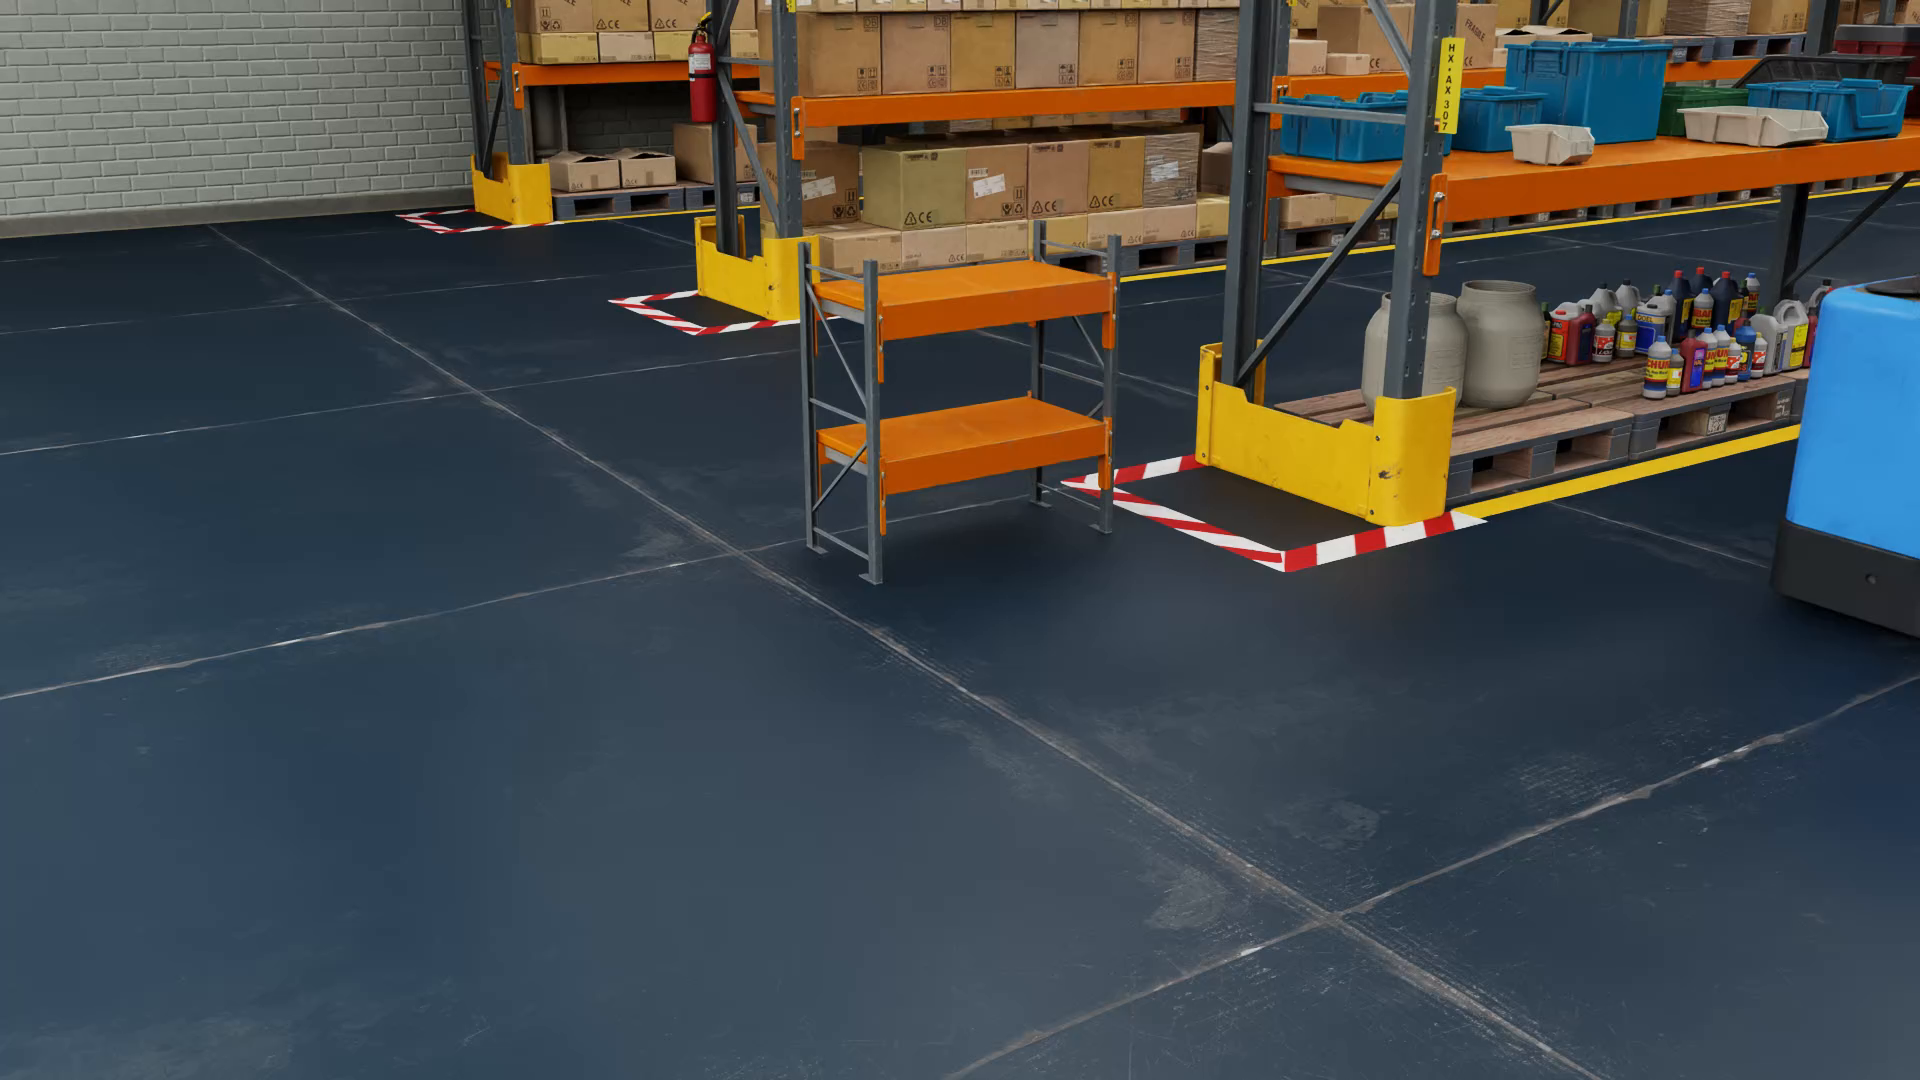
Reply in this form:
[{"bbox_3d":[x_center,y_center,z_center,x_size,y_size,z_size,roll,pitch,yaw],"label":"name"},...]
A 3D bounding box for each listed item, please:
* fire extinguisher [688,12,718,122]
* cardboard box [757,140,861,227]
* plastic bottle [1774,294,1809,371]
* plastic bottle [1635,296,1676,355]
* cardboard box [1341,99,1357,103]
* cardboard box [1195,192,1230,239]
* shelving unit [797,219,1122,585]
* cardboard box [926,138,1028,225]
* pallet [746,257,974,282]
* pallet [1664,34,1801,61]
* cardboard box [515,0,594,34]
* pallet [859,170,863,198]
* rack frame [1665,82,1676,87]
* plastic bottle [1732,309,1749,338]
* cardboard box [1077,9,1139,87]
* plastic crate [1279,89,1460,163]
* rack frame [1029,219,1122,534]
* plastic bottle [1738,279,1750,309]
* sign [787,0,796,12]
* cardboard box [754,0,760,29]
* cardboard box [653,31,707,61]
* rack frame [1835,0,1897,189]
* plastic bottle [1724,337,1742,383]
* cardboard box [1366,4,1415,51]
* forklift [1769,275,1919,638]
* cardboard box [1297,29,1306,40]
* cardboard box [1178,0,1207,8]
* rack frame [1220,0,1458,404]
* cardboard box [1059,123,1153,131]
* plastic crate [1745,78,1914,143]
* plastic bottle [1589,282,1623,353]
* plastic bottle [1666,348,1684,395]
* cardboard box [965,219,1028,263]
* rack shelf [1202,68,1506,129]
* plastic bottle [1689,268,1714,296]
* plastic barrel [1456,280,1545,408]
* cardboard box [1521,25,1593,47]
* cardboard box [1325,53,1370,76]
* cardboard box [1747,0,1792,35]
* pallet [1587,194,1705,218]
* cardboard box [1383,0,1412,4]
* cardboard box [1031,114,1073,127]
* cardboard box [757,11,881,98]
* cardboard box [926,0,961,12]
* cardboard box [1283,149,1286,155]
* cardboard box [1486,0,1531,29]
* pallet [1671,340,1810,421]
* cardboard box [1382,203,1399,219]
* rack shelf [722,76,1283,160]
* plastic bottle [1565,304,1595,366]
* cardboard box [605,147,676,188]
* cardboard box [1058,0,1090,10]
[{"bbox_3d":[-1.643,-3.016,10.604,0.183,0.674,0.296,-12,22,-31],"label":"fire extinguisher"},{"bbox_3d":[-1.005,-2.375,11.054,0.500,0.500,0.500,-12,22,-31],"label":"cardboard box"},{"bbox_3d":[3.964,-1.001,7.971,0.185,0.351,0.144,-12,22,-32],"label":"plastic bottle"},{"bbox_3d":[3.460,-1.072,8.299,0.135,0.276,0.152,-12,22,-31],"label":"plastic bottle"},{"bbox_3d":[4.086,-5.111,19.379,0.750,0.750,0.750,-12,22,-32],"label":"cardboard box"},{"bbox_3d":[1.785,-2.410,12.329,0.500,0.250,0.500,-12,22,-31],"label":"cardboard box"},{"bbox_3d":[0.006,-0.534,6.068,1.048,1.125,0.538,-12,22,-31],"label":"shelving unit"},{"bbox_3d":[0.108,-2.416,11.175,0.500,0.500,0.500,-12,22,-31],"label":"cardboard box"},{"bbox_3d":[-0.673,-1.775,11.164,1.213,0.211,1.003,-12,22,-31],"label":"pallet"},{"bbox_3d":[7.014,-4.612,15.502,1.213,0.211,1.003,-12,22,-31],"label":"pallet"},{"bbox_3d":[-3.452,-4.571,14.115,0.500,0.500,0.500,-12,22,-31],"label":"cardboard box"},{"bbox_3d":[-1.217,-3.530,16.356,1.213,0.211,1.003,-12,22,-31],"label":"pallet"},{"bbox_3d":[9.346,-7.092,22.540,0.127,3.000,1.000,-12,22,-31],"label":"rack frame"},{"bbox_3d":[3.767,-0.970,7.984,0.133,0.283,0.061,-12,22,-31],"label":"plastic bottle"},{"bbox_3d":[0.827,-3.440,11.580,0.500,0.500,0.700,-12,22,-31],"label":"cardboard box"},{"bbox_3d":[1.686,-1.722,6.886,0.616,0.251,0.499,-12,22,-31],"label":"plastic crate"},{"bbox_3d":[0.430,-0.624,6.333,0.032,1.125,0.500,-12,22,-31],"label":"rack frame"},{"bbox_3d":[4.070,-1.219,8.720,0.133,0.283,0.061,-12,22,-31],"label":"plastic bottle"},{"bbox_3d":[-0.989,-3.248,9.692,0.005,0.325,0.100,-12,22,-31],"label":"sign"},{"bbox_3d":[-1.741,-4.931,15.179,0.500,0.500,0.500,-13,22,-33],"label":"cardboard box"},{"bbox_3d":[-2.580,-4.397,14.770,0.500,0.250,0.500,-12,22,-32],"label":"cardboard box"},{"bbox_3d":[8.733,-5.063,16.538,0.127,3.000,1.000,-12,22,-31],"label":"rack frame"},{"bbox_3d":[3.570,-0.838,7.723,0.097,0.201,0.097,0,19,0],"label":"plastic bottle"},{"bbox_3d":[3.561,-4.013,13.277,0.500,0.500,0.500,-12,22,-31],"label":"cardboard box"},{"bbox_3d":[4.227,-1.280,5.455,3.031,2.935,1.130,-11,22,-30],"label":"forklift"},{"bbox_3d":[3.693,-5.713,18.821,0.250,0.149,0.380,-12,22,-32],"label":"cardboard box"},{"bbox_3d":[1.518,-3.814,11.673,0.250,0.149,0.380,-13,22,-33],"label":"cardboard box"},{"bbox_3d":[1.432,-1.624,6.365,0.127,3.000,1.000,-12,22,-31],"label":"rack frame"},{"bbox_3d":[1.079,-2.818,12.363,0.500,0.500,0.500,-12,22,-31],"label":"cardboard box"},{"bbox_3d":[3.998,-1.991,7.682,0.616,0.251,0.499,-12,22,-31],"label":"plastic crate"},{"bbox_3d":[3.203,-1.110,8.294,0.185,0.351,0.144,-11,22,-29],"label":"plastic bottle"},{"bbox_3d":[3.204,-0.761,7.495,0.097,0.201,0.097,0,19,0],"label":"plastic bottle"},{"bbox_3d":[0.115,-2.058,11.286,0.500,0.250,0.500,-12,22,-31],"label":"cardboard box"},{"bbox_3d":[3.722,-3.666,13.527,4.000,0.370,1.077,-12,22,-31],"label":"rack shelf"},{"bbox_3d":[3.871,-1.251,8.711,0.185,0.351,0.144,-11,22,-30],"label":"plastic bottle"},{"bbox_3d":[2.359,-0.869,7.361,0.421,0.512,0.421,0,19,0],"label":"plastic barrel"},{"bbox_3d":[5.065,-4.264,14.313,0.500,0.311,0.500,-10,21,-28],"label":"cardboard box"},{"bbox_3d":[2.904,-3.637,12.710,0.250,0.149,0.380,-12,22,-31],"label":"cardboard box"},{"bbox_3d":[7.292,-4.982,15.486,0.700,0.500,0.500,16,24,39],"label":"cardboard box"},{"bbox_3d":[6.037,-3.159,15.260,1.213,0.211,1.003,-12,22,-31],"label":"pallet"},{"bbox_3d":[4.914,-6.258,19.420,0.500,0.500,0.500,-12,22,-31],"label":"cardboard box"},{"bbox_3d":[0.782,-4.320,17.557,0.500,0.500,0.700,-12,22,-31],"label":"cardboard box"},{"bbox_3d":[-0.892,-3.076,10.503,0.500,0.500,0.700,-12,22,-31],"label":"cardboard box"},{"bbox_3d":[-0.203,-3.450,10.599,0.250,0.149,0.380,-12,22,-32],"label":"cardboard box"},{"bbox_3d":[2.534,-2.822,12.672,0.500,0.311,0.500,-12,22,-31],"label":"cardboard box"},{"bbox_3d":[6.468,-6.621,20.677,0.700,0.700,0.980,-12,22,-31],"label":"cardboard box"},{"bbox_3d":[4.189,-0.900,8.579,1.213,0.211,1.003,-12,22,-31],"label":"pallet"},{"bbox_3d":[3.384,-2.737,13.295,0.500,0.250,0.500,-13,22,-33],"label":"cardboard box"},{"bbox_3d":[0.382,-2.961,11.443,4.000,0.370,1.077,-12,22,-31],"label":"rack shelf"},{"bbox_3d":[3.010,-0.995,8.059,0.133,0.283,0.061,-12,22,-31],"label":"plastic bottle"},{"bbox_3d":[-2.913,-3.407,15.150,0.500,0.311,0.500,-10,21,-27],"label":"cardboard box"},{"bbox_3d":[0.661,-3.633,11.138,0.250,0.149,0.380,-11,22,-30],"label":"cardboard box"}]
